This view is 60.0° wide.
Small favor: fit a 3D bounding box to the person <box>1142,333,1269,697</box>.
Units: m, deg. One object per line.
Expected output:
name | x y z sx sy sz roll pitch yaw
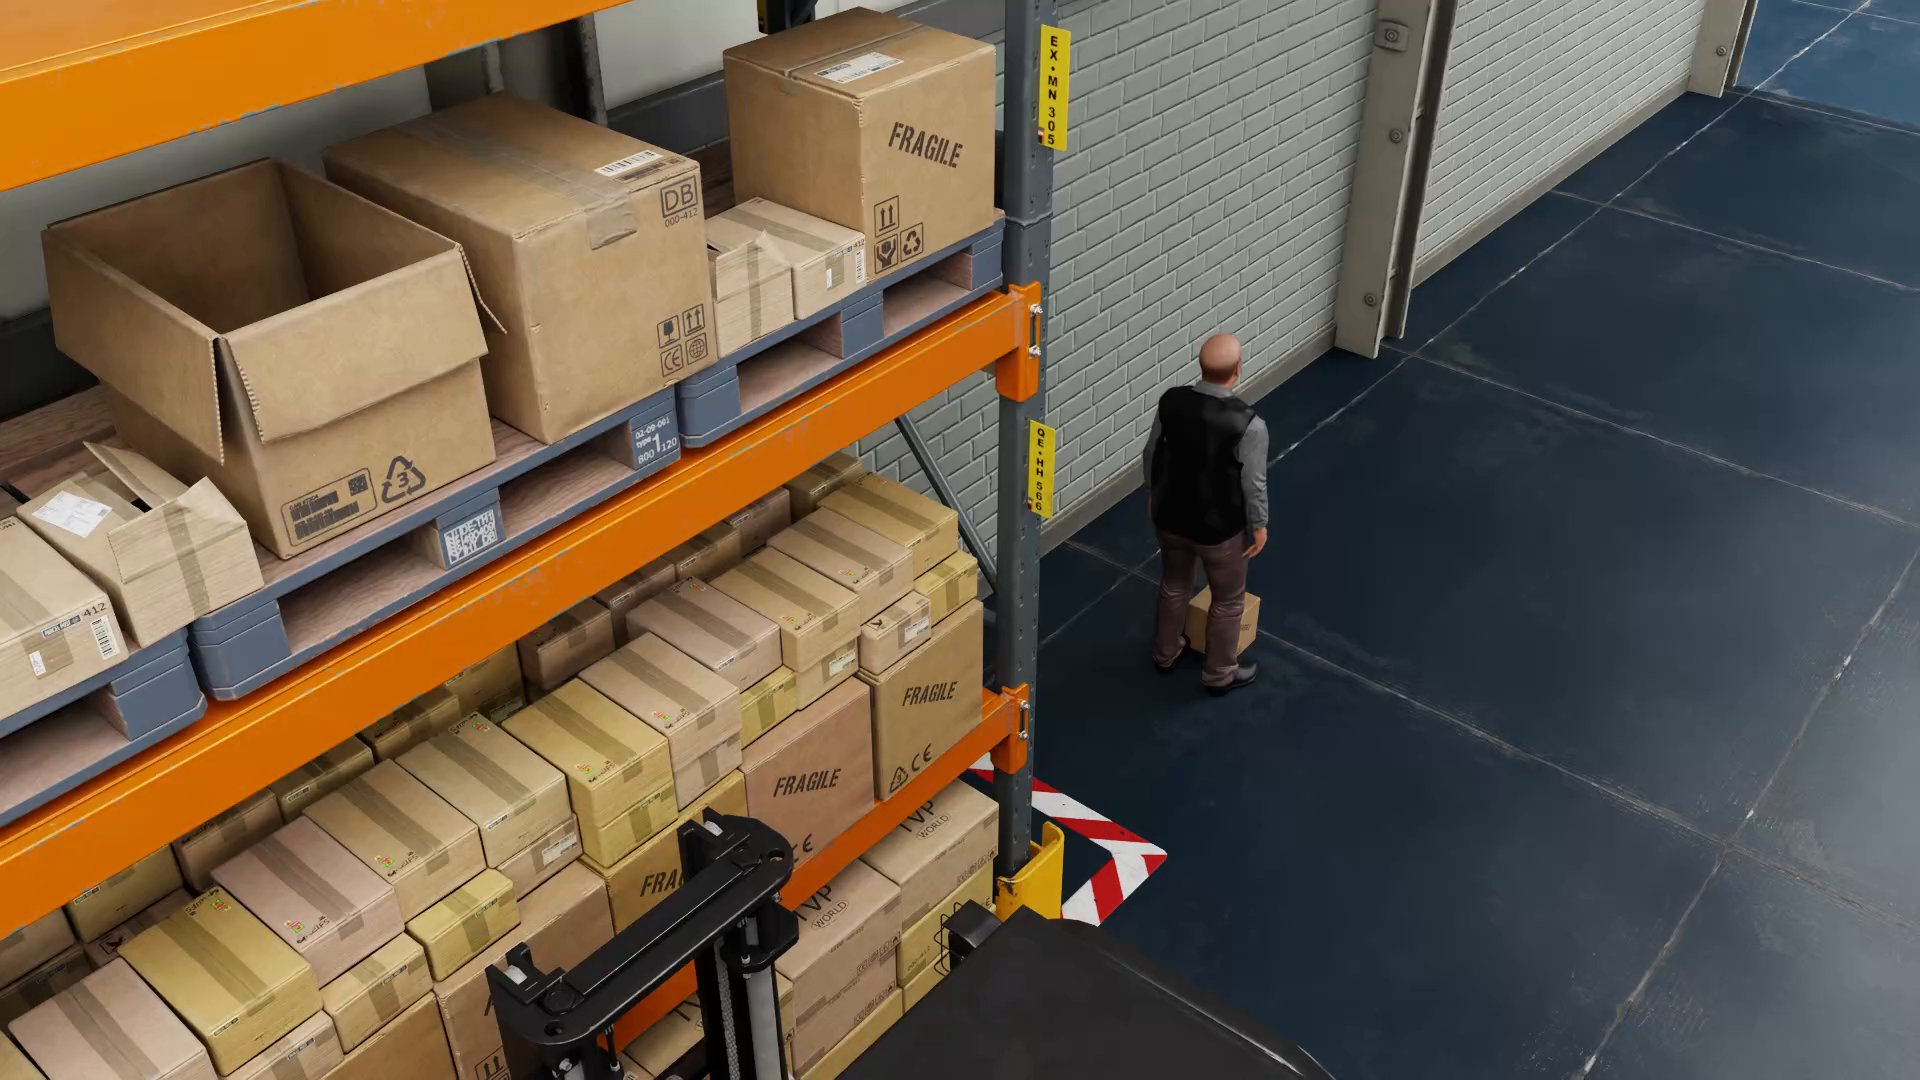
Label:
person | 1.062 -0.093 7.299 0.593 1.721 0.419 23 41 29
